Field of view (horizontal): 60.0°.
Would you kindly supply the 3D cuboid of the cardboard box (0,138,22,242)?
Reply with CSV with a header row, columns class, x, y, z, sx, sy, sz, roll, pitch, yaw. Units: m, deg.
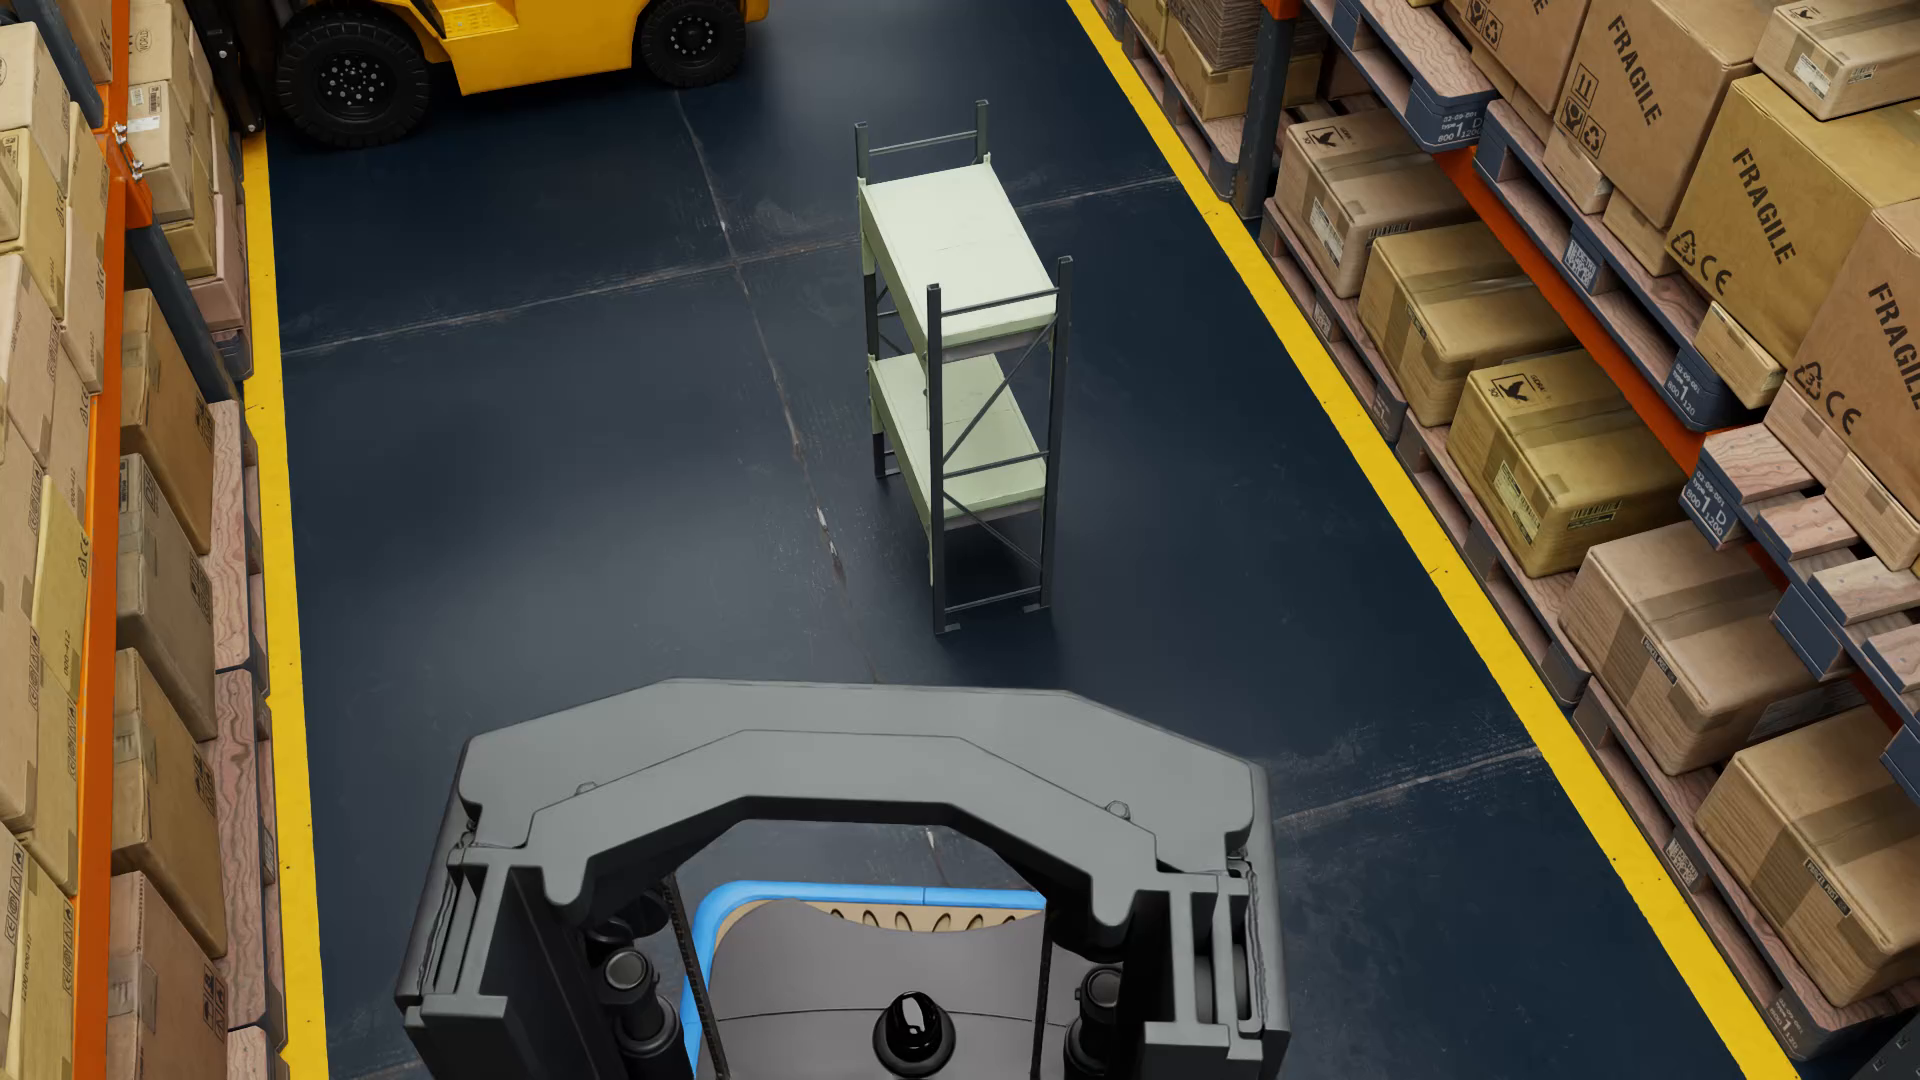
class,x,y,z,sx,sy,sz,roll,pitch,yaw
cardboard box,-2.483,-0.815,3.985,0.380,0.149,0.250,-15,51,-12

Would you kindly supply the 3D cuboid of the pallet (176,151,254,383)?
class,x,y,z,sx,sy,sz,roll,pitch,yaw
pallet,-3.311,-1.001,6.456,1.003,0.211,1.213,-13,51,-11

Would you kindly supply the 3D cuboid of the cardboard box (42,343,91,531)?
class,x,y,z,sx,sy,sz,roll,pitch,yaw
cardboard box,-2.445,-0.217,4.069,0.500,0.250,0.500,-13,51,-11

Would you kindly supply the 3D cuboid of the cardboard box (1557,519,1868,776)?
class,x,y,z,sx,sy,sz,roll,pitch,yaw
cardboard box,2.424,0.246,5.024,0.950,0.372,0.625,-14,51,-12

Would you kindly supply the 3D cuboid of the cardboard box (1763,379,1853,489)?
class,x,y,z,sx,sy,sz,roll,pitch,yaw
cardboard box,2.153,-0.293,3.925,0.380,0.149,0.250,-16,52,-13

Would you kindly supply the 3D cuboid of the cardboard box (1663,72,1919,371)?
class,x,y,z,sx,sy,sz,roll,pitch,yaw
cardboard box,2.094,-0.789,3.919,0.500,0.500,0.500,-16,52,-13

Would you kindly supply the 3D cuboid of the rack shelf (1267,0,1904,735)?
class,x,y,z,sx,sy,sz,roll,pitch,yaw
rack shelf,2.216,-0.742,4.884,1.077,0.370,4.000,-13,51,-11

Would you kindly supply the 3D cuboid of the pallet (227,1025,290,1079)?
class,x,y,z,sx,sy,sz,roll,pitch,yaw
pallet,-2.139,1.901,4.010,1.003,0.211,1.213,-13,51,-11

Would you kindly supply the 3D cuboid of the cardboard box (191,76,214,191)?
class,x,y,z,sx,sy,sz,roll,pitch,yaw
cardboard box,-3.115,-1.510,6.258,0.500,0.250,0.500,-14,51,-11

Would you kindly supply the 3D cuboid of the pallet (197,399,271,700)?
class,x,y,z,sx,sy,sz,roll,pitch,yaw
pallet,-2.861,0.118,5.512,1.003,0.211,1.213,-13,51,-11

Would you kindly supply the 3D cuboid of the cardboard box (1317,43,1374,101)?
class,x,y,z,sx,sy,sz,roll,pitch,yaw
cardboard box,1.708,-2.176,7.146,0.500,0.250,0.500,-15,52,-13

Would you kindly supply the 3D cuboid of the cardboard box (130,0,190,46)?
class,x,y,z,sx,sy,sz,roll,pitch,yaw
cardboard box,-3.259,-2.042,6.379,0.500,0.250,0.500,-12,51,-10

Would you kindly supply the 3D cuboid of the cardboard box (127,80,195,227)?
class,x,y,z,sx,sy,sz,roll,pitch,yaw
cardboard box,-2.959,-1.305,5.758,0.500,0.250,0.500,-14,51,-12

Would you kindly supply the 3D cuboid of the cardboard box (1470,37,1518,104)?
class,x,y,z,sx,sy,sz,roll,pitch,yaw
cardboard box,1.745,-1.443,4.894,0.380,0.149,0.250,-13,51,-10

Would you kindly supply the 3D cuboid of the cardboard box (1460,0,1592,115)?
class,x,y,z,sx,sy,sz,roll,pitch,yaw
cardboard box,1.771,-1.561,4.569,0.500,0.500,0.500,-14,51,-11

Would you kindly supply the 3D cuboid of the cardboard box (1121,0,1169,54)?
class,x,y,z,sx,sy,sz,roll,pitch,yaw
cardboard box,1.026,-2.441,7.370,0.500,0.250,0.500,-15,51,-12

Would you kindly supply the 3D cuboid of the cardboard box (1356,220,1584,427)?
class,x,y,z,sx,sy,sz,roll,pitch,yaw
cardboard box,1.998,-0.816,5.920,0.950,0.372,0.625,-10,51,-9

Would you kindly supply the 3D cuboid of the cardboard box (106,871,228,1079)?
class,x,y,z,sx,sy,sz,roll,pitch,yaw
cardboard box,-2.305,1.308,3.964,0.875,0.625,0.625,-12,51,-10

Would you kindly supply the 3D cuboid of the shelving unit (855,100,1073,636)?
class,x,y,z,sx,sy,sz,roll,pitch,yaw
shelving unit,-0.002,-0.488,5.181,0.431,1.500,0.755,-13,51,-11

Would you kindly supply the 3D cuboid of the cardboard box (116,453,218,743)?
class,x,y,z,sx,sy,sz,roll,pitch,yaw
cardboard box,-2.729,0.267,4.841,0.875,0.625,0.625,-14,51,-11

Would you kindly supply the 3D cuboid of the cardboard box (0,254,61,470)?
class,x,y,z,sx,sy,sz,roll,pitch,yaw
cardboard box,-2.422,-0.373,3.874,0.500,0.250,0.500,-12,51,-10

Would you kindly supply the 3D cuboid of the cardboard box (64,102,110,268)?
class,x,y,z,sx,sy,sz,roll,pitch,yaw
cardboard box,-2.717,-0.952,4.689,0.500,0.250,0.500,-12,51,-10

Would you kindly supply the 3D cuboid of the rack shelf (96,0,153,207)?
class,x,y,z,sx,sy,sz,roll,pitch,yaw
rack shelf,-3.707,-2.539,6.399,1.077,0.370,4.000,-13,51,-11

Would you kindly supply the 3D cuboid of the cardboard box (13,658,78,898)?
class,x,y,z,sx,sy,sz,roll,pitch,yaw
cardboard box,-2.134,0.538,3.433,0.500,0.250,0.500,-15,51,-12

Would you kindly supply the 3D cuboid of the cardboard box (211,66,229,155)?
class,x,y,z,sx,sy,sz,roll,pitch,yaw
cardboard box,-3.274,-1.726,6.767,0.500,0.250,0.500,-13,51,-10

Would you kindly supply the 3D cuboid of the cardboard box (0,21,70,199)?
class,x,y,z,sx,sy,sz,roll,pitch,yaw
cardboard box,-2.726,-1.122,4.505,0.500,0.250,0.500,-14,51,-12

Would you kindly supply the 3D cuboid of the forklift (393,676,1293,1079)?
class,x,y,z,sx,sy,sz,roll,pitch,yaw
forklift,-0.141,1.650,2.442,1.130,2.935,3.031,2,50,2

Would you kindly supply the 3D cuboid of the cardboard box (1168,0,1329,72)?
class,x,y,z,sx,sy,sz,roll,pitch,yaw
cardboard box,1.193,-2.297,6.758,0.500,0.500,0.500,-14,51,-11

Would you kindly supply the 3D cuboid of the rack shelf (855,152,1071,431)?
class,x,y,z,sx,sy,sz,roll,pitch,yaw
rack shelf,-0.002,-0.740,4.882,0.431,0.370,0.720,-13,51,-11

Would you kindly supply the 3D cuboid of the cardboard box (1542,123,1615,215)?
class,x,y,z,sx,sy,sz,roll,pitch,yaw
cardboard box,1.845,-1.056,4.568,0.380,0.149,0.250,-12,51,-10

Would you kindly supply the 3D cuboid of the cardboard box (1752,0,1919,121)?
class,x,y,z,sx,sy,sz,roll,pitch,yaw
cardboard box,2.054,-1.117,3.771,0.380,0.149,0.250,-16,52,-13

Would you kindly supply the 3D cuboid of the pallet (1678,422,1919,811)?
class,x,y,z,sx,sy,sz,roll,pitch,yaw
pallet,2.495,0.052,3.870,1.213,0.211,1.003,-13,51,-11

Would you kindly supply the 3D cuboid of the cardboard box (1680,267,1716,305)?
class,x,y,z,sx,sy,sz,roll,pitch,yaw
cardboard box,2.105,-0.703,4.270,0.380,0.149,0.250,-13,51,-11

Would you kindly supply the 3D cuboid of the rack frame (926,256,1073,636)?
class,x,y,z,sx,sy,sz,roll,pitch,yaw
rack frame,0.106,-0.221,4.955,0.400,1.500,0.023,-13,51,-11

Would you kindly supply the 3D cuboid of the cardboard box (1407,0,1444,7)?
class,x,y,z,sx,sy,sz,roll,pitch,yaw
cardboard box,1.552,-1.830,5.220,0.380,0.149,0.250,-12,51,-10

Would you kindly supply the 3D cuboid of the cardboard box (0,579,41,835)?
class,x,y,z,sx,sy,sz,roll,pitch,yaw
cardboard box,-2.115,0.367,3.249,0.500,0.250,0.500,-14,51,-12

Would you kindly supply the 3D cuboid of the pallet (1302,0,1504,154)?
class,x,y,z,sx,sy,sz,roll,pitch,yaw
pallet,1.712,-1.782,5.416,1.003,0.211,1.213,-13,51,-11

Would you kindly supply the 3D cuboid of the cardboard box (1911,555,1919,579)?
class,x,y,z,sx,sy,sz,roll,pitch,yaw
cardboard box,2.338,0.067,3.622,0.380,0.149,0.250,-13,51,-10

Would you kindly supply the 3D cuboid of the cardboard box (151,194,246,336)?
class,x,y,z,sx,sy,sz,roll,pitch,yaw
cardboard box,-2.943,-0.987,6.144,0.500,0.250,0.500,-13,51,-11

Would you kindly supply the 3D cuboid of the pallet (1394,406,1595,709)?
class,x,y,z,sx,sy,sz,roll,pitch,yaw
pallet,2.221,-0.075,5.675,1.003,0.211,1.213,-13,51,-11

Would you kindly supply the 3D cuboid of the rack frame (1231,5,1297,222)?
class,x,y,z,sx,sy,sz,roll,pitch,yaw
rack frame,1.625,-2.435,5.841,1.000,3.000,0.127,-13,51,-11

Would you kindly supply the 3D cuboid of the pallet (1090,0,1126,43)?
class,x,y,z,sx,sy,sz,roll,pitch,yaw
pallet,1.028,-2.911,8.066,1.003,0.211,1.213,-13,51,-11
